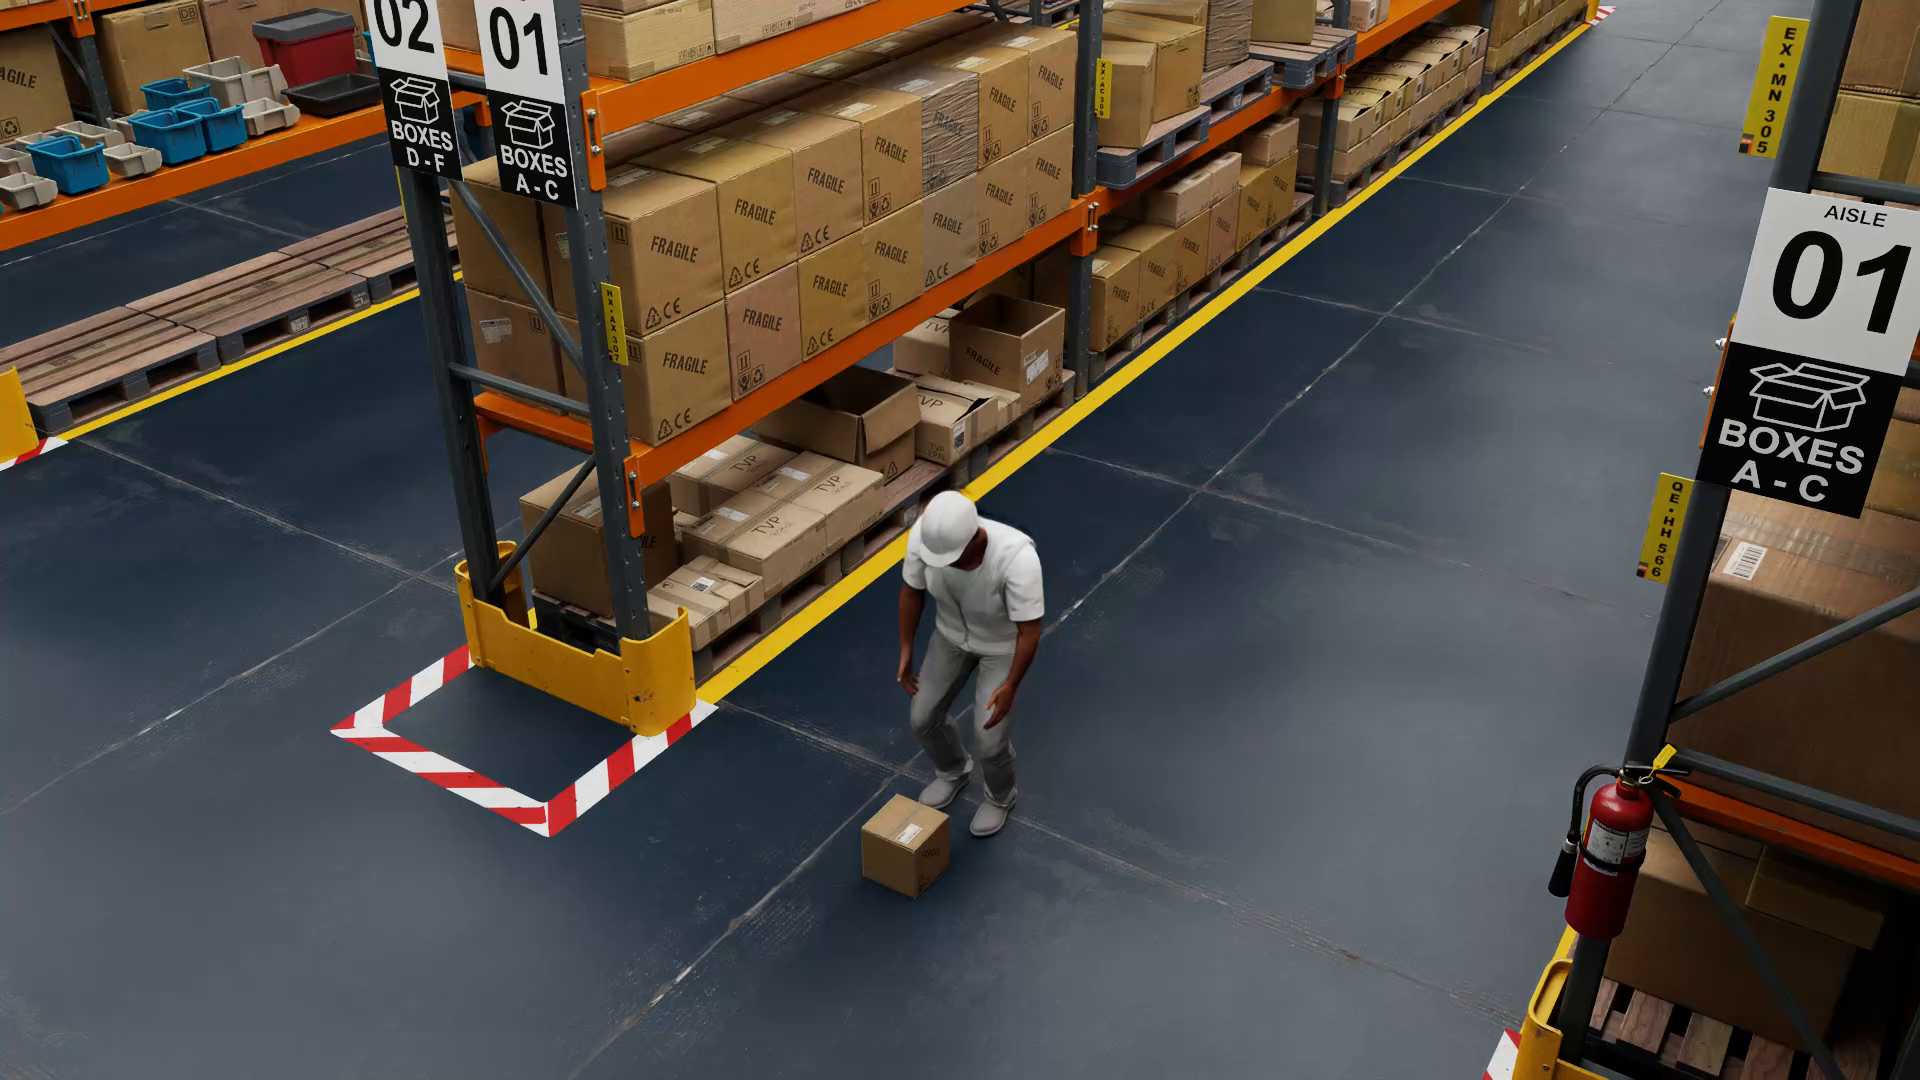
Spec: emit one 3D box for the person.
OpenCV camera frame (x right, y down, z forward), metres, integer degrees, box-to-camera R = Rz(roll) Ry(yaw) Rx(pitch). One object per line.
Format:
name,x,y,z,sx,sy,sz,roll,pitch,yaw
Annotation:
person,0.055,0.444,6.522,0.620,1.591,0.622,18,35,28
